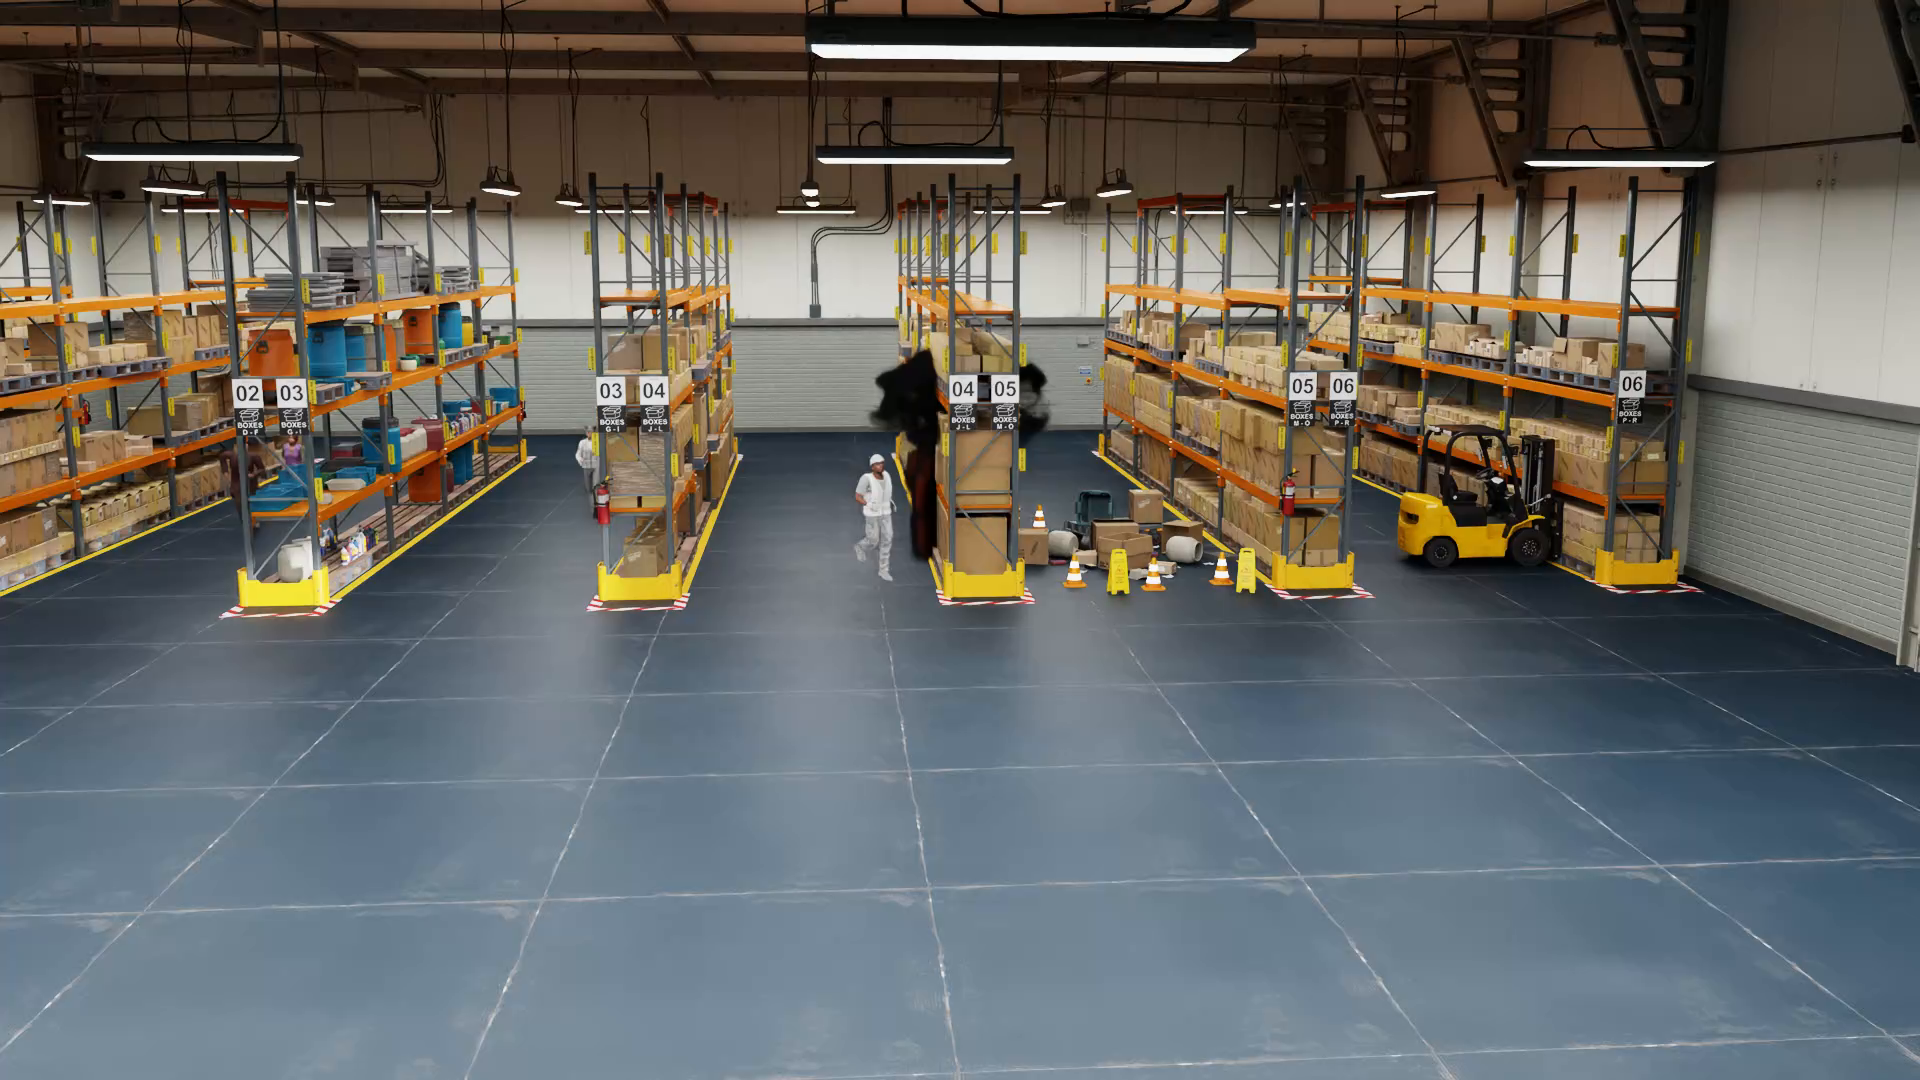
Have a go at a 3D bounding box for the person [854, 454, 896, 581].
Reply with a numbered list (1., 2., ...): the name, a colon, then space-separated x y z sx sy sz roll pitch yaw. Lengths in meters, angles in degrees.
1. person: -1.219 -0.349 24.059 0.691 1.803 0.851 -7 12 -35

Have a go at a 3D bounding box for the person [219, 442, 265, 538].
1. person: -12.542 -0.915 29.183 0.753 1.744 1.055 -3 10 -14

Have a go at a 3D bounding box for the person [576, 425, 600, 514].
1. person: -7.011 -1.380 31.752 0.608 1.669 0.845 -1 10 -7

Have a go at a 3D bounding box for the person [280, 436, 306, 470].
1. person: -12.533 -1.260 31.258 0.505 1.557 0.690 -2 10 -11
